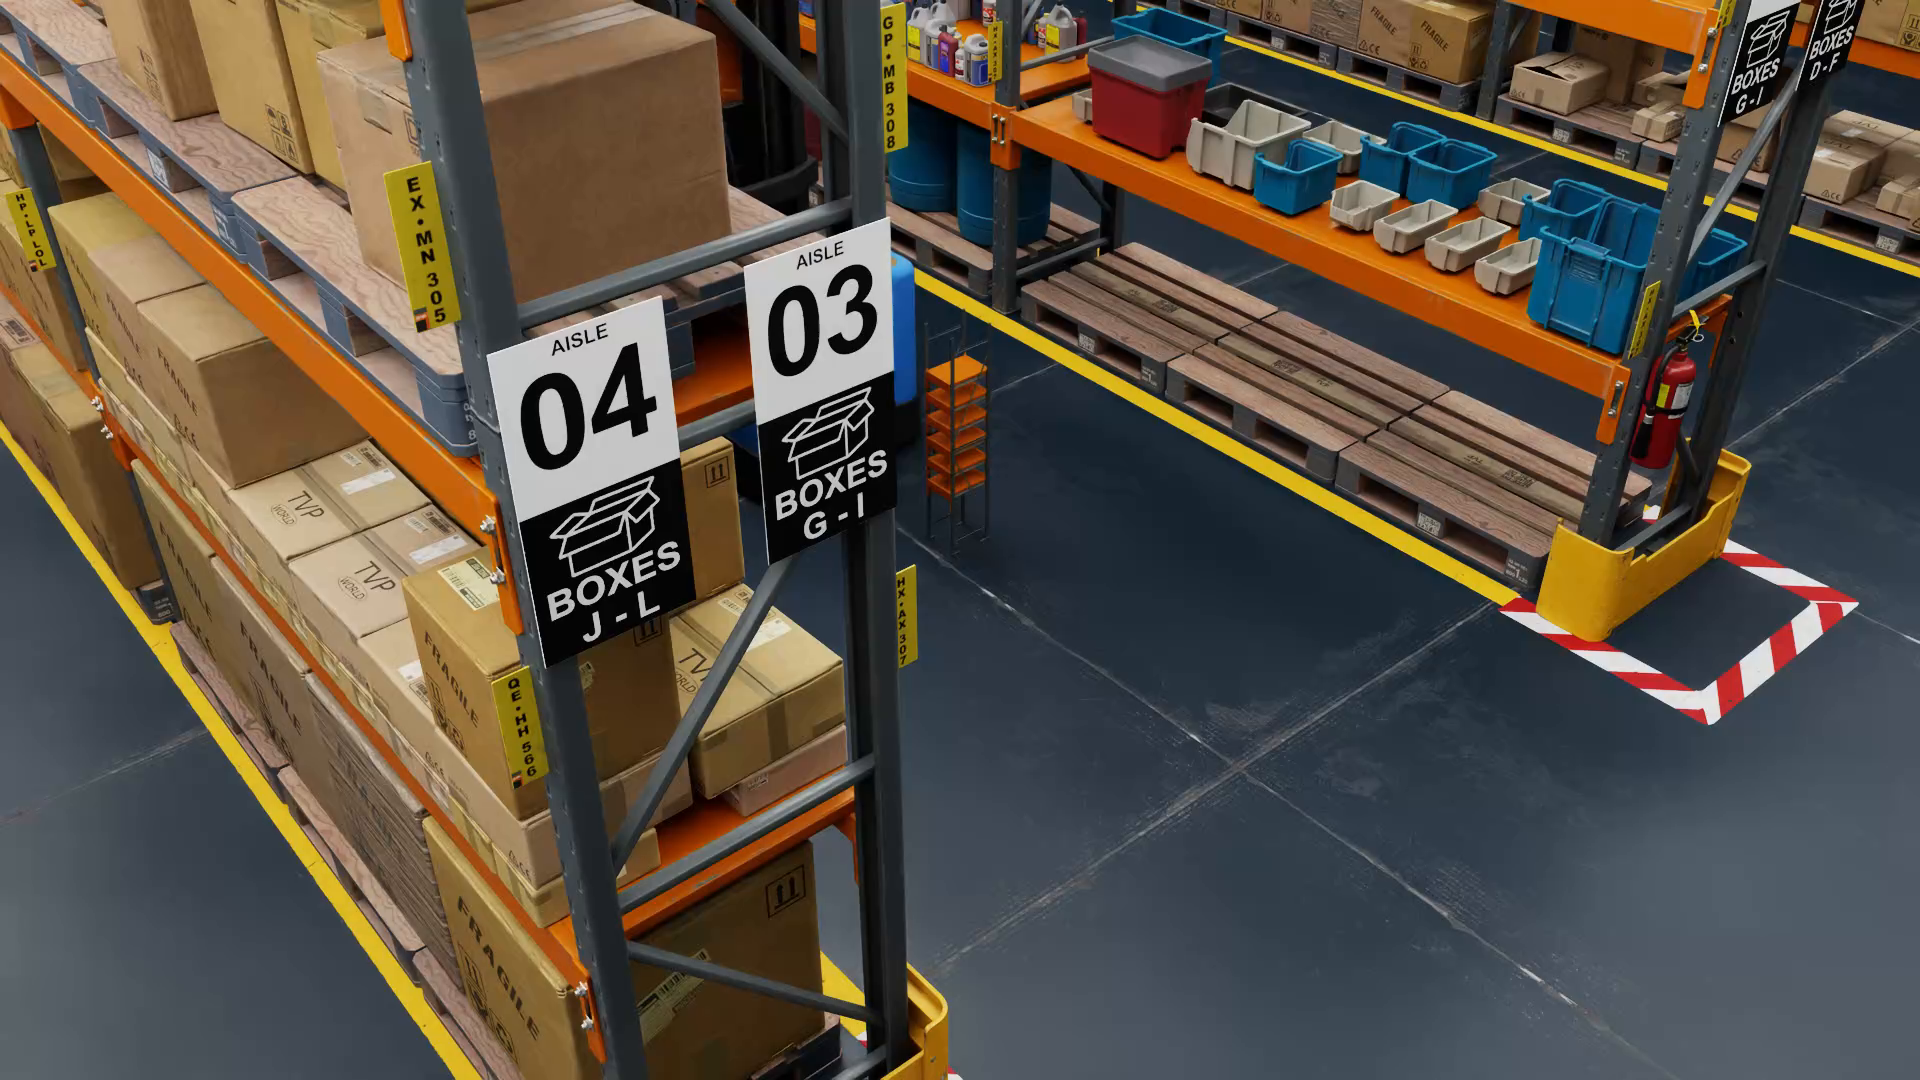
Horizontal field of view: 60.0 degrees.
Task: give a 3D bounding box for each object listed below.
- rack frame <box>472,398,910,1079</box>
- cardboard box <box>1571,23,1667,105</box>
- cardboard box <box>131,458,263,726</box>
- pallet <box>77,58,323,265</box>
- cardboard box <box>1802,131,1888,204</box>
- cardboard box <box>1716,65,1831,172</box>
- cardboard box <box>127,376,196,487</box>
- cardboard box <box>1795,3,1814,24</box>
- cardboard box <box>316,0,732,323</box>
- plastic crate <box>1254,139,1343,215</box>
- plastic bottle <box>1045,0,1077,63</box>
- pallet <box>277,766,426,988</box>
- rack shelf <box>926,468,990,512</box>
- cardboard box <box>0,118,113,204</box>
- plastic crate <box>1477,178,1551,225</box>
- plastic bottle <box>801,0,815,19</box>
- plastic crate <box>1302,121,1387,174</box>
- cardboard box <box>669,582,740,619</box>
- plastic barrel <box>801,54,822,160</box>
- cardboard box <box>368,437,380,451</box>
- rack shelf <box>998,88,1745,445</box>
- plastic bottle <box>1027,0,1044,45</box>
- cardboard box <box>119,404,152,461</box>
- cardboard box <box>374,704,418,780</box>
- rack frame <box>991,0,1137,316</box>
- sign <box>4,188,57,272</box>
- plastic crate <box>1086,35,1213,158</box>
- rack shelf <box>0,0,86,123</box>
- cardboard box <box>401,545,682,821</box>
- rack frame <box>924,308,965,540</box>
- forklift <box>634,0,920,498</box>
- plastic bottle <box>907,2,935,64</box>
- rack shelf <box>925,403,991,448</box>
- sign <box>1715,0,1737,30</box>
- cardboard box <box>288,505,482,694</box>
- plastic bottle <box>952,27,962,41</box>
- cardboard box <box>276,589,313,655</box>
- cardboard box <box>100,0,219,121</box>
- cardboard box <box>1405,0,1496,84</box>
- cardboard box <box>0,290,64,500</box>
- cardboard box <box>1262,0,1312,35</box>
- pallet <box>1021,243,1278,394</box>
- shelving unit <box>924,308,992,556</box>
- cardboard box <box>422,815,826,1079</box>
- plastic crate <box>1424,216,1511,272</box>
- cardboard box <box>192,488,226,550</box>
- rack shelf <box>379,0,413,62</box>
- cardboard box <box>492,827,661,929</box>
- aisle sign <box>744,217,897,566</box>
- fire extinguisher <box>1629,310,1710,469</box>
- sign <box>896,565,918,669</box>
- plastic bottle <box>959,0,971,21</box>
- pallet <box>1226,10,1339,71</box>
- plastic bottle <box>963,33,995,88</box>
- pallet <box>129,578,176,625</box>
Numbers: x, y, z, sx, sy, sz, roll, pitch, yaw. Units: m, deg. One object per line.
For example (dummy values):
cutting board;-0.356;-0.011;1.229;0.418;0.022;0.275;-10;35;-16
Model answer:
rack frame;-0.585;0.807;4.515;1.000;3.000;0.127;-26;43;-32
cardboard box;4.988;-3.666;12.613;0.500;0.500;0.500;-26;43;-32
cardboard box;-2.802;0.058;7.048;0.875;0.875;0.875;-26;43;-32
pallet;-1.864;-1.243;4.892;1.003;0.211;1.213;-26;43;-32
cardboard box;5.855;-2.522;11.214;0.500;0.250;0.500;-26;43;-32
cardboard box;5.620;-2.985;11.649;0.797;0.503;0.637;-26;43;-32
cardboard box;-2.746;-0.493;6.223;0.500;0.250;0.500;-26;43;-32
cardboard box;5.507;-3.696;10.786;0.500;0.500;0.500;-27;43;-32
cardboard box;-0.962;-0.880;3.765;0.700;0.500;0.500;-29;44;-34
plastic crate;1.677;-1.807;8.300;0.416;0.233;0.300;-26;43;-32
plastic bottle;0.611;-3.080;10.047;0.144;0.351;0.185;-26;43;-32
pallet;-1.944;1.083;6.538;1.003;0.211;1.213;-26;43;-32
rack shelf;-0.009;-0.264;8.077;0.258;0.103;0.180;-26;43;-32
cardboard box;-3.585;-1.688;7.084;0.797;0.503;0.637;-27;43;-33
plastic crate;2.709;-1.661;8.176;0.250;0.136;0.298;-26;43;-32
plastic bottle;-0.937;-3.556;10.719;0.144;0.351;0.185;-26;43;-32
plastic crate;1.970;-2.066;8.749;0.293;0.136;0.466;-26;43;-32
cardboard box;-1.029;0.207;5.234;0.500;0.250;0.500;-27;43;-32
plastic barrel;-0.907;-3.051;11.686;0.600;0.588;0.708;-26;43;-32
cardboard box;-2.016;-0.469;6.190;0.500;0.250;0.500;-25;42;-31
rack shelf;1.908;-1.630;8.578;1.077;0.370;4.000;-26;43;-32
plastic bottle;0.469;-3.221;10.314;0.097;0.271;0.097;0;35;0
cardboard box;-3.060;-0.486;6.558;0.380;0.149;0.250;-28;44;-33
cardboard box;-1.558;0.539;5.111;0.380;0.149;0.250;-25;42;-31
rack frame;0.617;-2.806;9.617;1.000;3.000;0.127;-26;43;-32
sign;-3.575;-1.192;6.405;0.100;0.325;0.005;-26;43;-32
plastic crate;1.002;-2.369;8.893;0.402;0.464;0.583;-26;43;-32
rack shelf;-4.457;-2.772;7.596;1.077;0.370;4.000;-26;43;-32
cardboard box;-1.101;0.324;4.421;0.500;0.500;0.500;-25;43;-31
rack frame;-0.068;-0.536;7.969;0.240;1.200;0.006;-26;43;-32
forklift;-1.567;-2.171;8.780;1.130;2.935;3.031;-27;43;-33
plastic bottle;-0.226;-3.070;10.032;0.144;0.351;0.185;-26;43;-32
rack shelf;-0.009;-0.558;7.869;0.258;0.103;0.180;-26;43;-32
sign;2.788;-2.009;5.987;0.100;0.325;0.005;-26;43;-32
cardboard box;-1.756;0.183;5.268;0.500;0.250;0.500;-28;44;-33
plastic bottle;-0.037;-2.995;10.055;0.097;0.201;0.097;0;35;0
cardboard box;-2.053;0.200;5.589;0.380;0.149;0.250;-25;42;-31
cardboard box;-2.043;-1.590;4.768;0.700;0.500;0.500;-24;42;-30
cardboard box;3.866;-3.922;12.975;0.500;0.500;0.500;-26;43;-32
cardboard box;-4.172;-0.933;8.446;1.225;0.875;0.875;-28;44;-33
cardboard box;2.900;-4.589;13.917;0.500;0.500;0.500;-28;44;-33
pallet;1.121;-1.358;9.985;1.003;0.211;1.213;-26;43;-32
shelving unit;-0.009;-0.496;7.912;0.258;1.200;0.189;-26;43;-32
cardboard box;-1.059;1.250;5.365;0.875;0.875;0.875;-26;43;-32
plastic crate;2.358;-1.383;7.784;0.396;0.136;0.243;-26;43;-32
cardboard box;-2.554;-0.141;6.072;0.380;0.149;0.250;-27;43;-32
rack shelf;-1.876;-2.067;4.351;1.077;0.370;4.000;-26;43;-32
cardboard box;-1.067;0.875;4.636;0.380;0.149;0.250;-25;42;-31
aisle sign;-0.310;-0.334;3.877;0.394;0.787;0.004;-26;43;-32
fire extinguisher;2.948;-0.620;6.920;0.296;0.674;0.183;-26;43;-32
sign;-0.158;0.217;4.531;0.100;0.325;0.005;-26;43;-32
plastic bottle;0.012;-3.511;10.719;0.152;0.276;0.135;-26;43;-32
pallet;3.058;-4.398;14.277;1.003;0.211;1.213;-26;43;-32
plastic bottle;0.116;-2.809;9.728;0.152;0.276;0.135;-26;43;-32
pallet;-3.722;-0.134;8.256;1.003;0.211;1.213;-26;43;-32
